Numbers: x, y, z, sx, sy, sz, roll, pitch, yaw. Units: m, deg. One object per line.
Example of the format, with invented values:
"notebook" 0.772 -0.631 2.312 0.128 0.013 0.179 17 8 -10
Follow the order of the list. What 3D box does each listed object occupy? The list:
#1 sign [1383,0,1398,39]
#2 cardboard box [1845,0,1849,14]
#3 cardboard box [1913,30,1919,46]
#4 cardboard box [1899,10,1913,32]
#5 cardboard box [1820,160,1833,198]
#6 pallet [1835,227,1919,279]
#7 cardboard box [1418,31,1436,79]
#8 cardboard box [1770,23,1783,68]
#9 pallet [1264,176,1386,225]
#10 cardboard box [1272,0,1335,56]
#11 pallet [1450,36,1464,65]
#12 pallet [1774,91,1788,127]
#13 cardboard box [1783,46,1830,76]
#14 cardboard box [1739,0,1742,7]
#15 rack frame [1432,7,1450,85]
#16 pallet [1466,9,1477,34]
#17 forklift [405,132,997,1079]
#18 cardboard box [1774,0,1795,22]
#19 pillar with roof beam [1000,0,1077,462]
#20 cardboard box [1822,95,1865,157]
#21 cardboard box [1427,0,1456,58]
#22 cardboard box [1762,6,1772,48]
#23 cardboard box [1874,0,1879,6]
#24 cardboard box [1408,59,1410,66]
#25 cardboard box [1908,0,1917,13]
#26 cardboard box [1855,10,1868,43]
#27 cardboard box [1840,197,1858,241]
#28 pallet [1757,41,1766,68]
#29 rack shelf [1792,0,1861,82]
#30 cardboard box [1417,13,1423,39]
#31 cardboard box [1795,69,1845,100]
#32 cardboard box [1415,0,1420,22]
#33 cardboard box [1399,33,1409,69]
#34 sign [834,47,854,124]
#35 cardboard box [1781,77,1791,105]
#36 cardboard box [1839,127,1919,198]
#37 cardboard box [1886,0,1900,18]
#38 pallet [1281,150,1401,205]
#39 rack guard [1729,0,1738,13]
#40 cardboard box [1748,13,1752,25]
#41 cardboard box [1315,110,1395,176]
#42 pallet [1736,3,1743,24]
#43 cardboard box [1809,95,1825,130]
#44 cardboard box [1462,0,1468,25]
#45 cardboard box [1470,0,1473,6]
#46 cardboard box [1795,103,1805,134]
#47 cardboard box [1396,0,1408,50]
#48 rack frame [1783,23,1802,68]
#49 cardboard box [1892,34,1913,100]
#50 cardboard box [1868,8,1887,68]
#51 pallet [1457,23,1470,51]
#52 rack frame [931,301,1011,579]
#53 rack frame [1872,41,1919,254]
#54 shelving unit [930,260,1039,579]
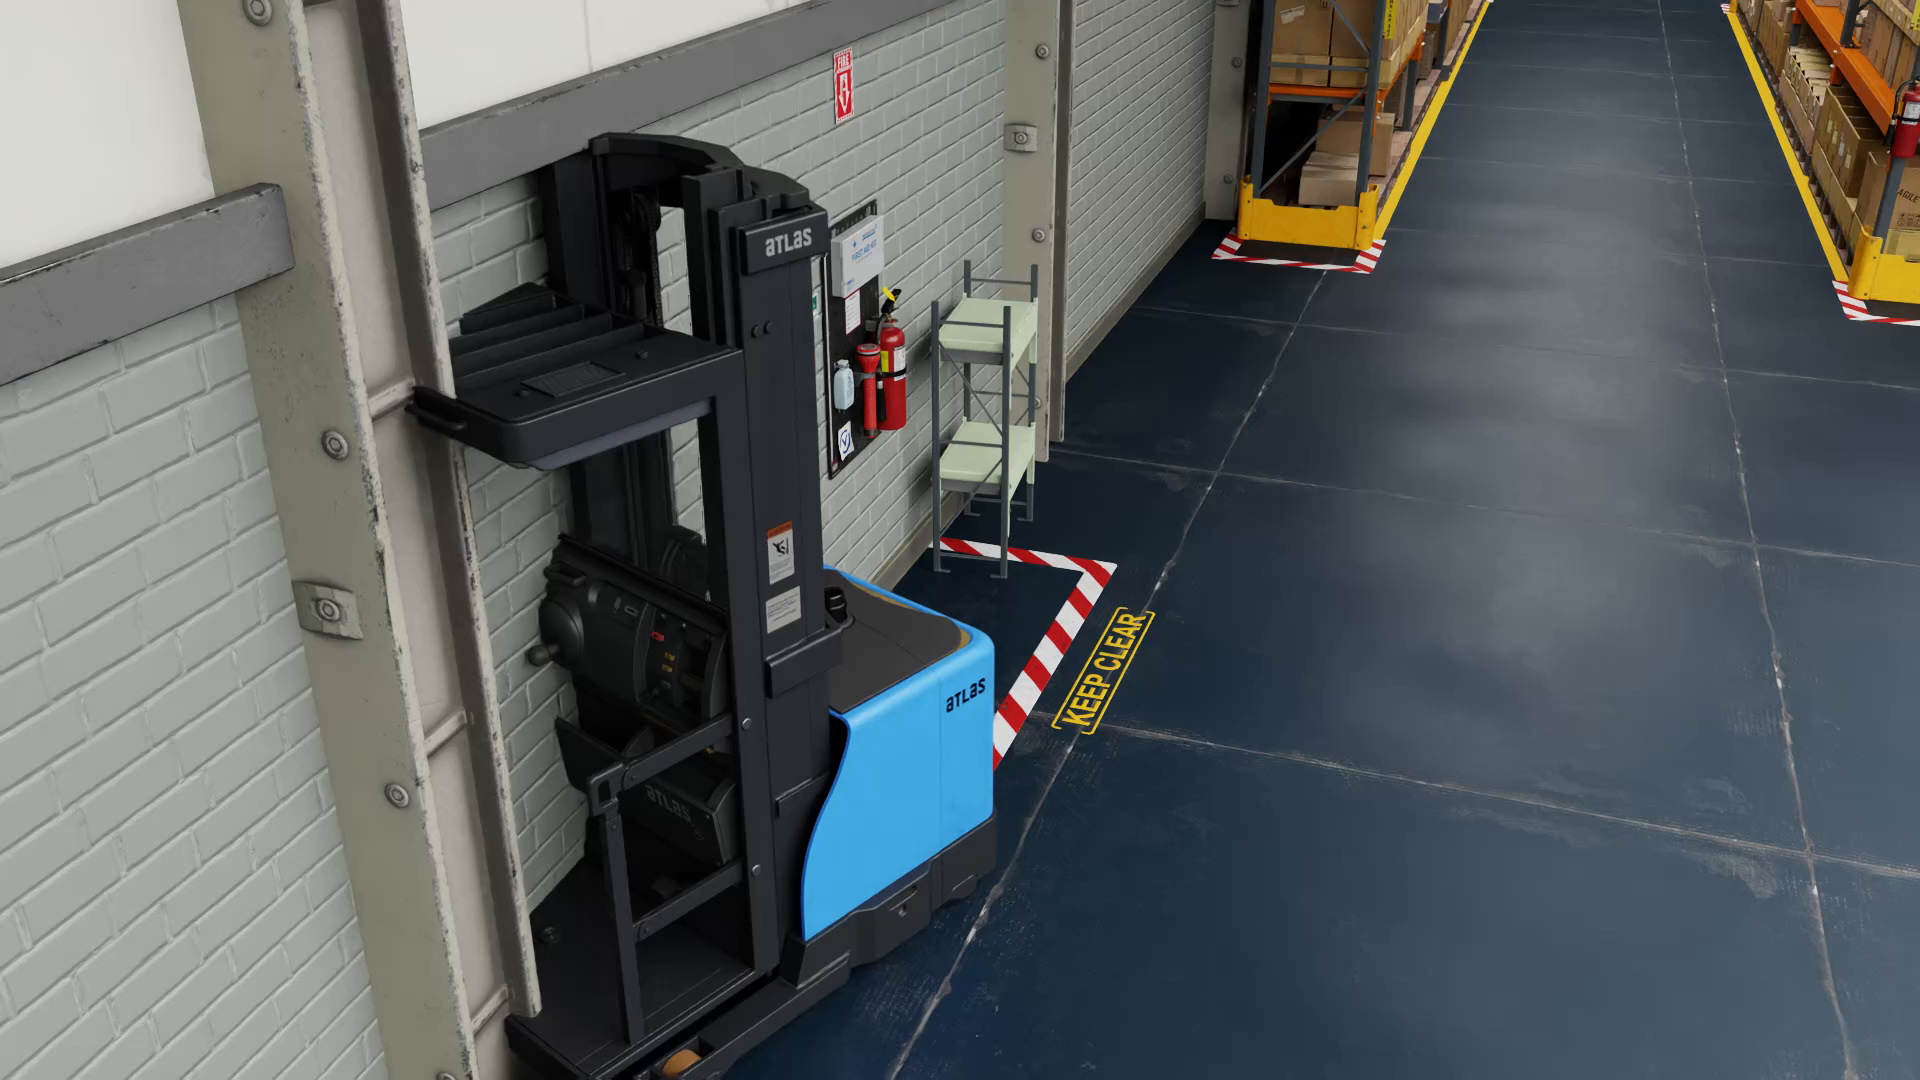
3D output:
"sign" 3.541 -4.297 13.690 0.100 0.325 0.005 9 27 17
"cardboard box" 9.646 -5.694 17.453 0.500 0.500 0.500 9 27 18
"cardboard box" 7.821 -4.004 13.218 0.380 0.149 0.250 8 27 17
"cardboard box" 8.079 -4.323 13.878 0.380 0.149 0.250 10 27 19
"cardboard box" 8.251 -3.309 15.315 0.500 0.250 0.500 9 27 17
"pallet" 7.917 -2.335 13.830 1.003 0.211 1.213 9 27 17
"cardboard box" 5.502 -6.043 20.653 0.700 0.500 0.500 9 27 18
"cardboard box" 10.627 -6.261 21.103 0.500 0.500 0.500 8 27 16
"pallet" 3.359 -3.091 15.392 1.003 0.211 1.213 9 27 17
"cardboard box" 2.986 -4.490 14.370 0.500 0.500 0.500 8 27 17
"pallet" 6.433 -6.832 23.117 1.003 0.211 1.213 9 27 17
"pallet" 10.054 -4.969 19.271 1.003 0.211 1.213 9 27 17
"cardboard box" 9.913 -5.588 19.380 0.500 0.311 0.500 10 27 19
"cardboard box" 12.412 -8.417 25.843 0.500 0.250 0.500 9 27 17
"rack frame" 5.692 -7.274 20.831 1.000 3.000 0.127 9 27 17
"pallet" 7.350 -7.964 25.456 1.003 0.211 1.213 9 27 17
"forklift" -1.213 0.336 5.193 1.130 2.935 3.031 21 33 37
"cardboard box" 10.806 -6.831 21.419 0.500 0.250 0.500 8 27 16
"pillar with roof beam" 4.510 -4.010 7.205 9.100 9.000 0.400 9 27 17
"cardboard box" 8.425 -3.850 15.573 0.500 0.500 0.500 9 27 17
"cardboard box" 6.060 -6.778 21.793 0.750 0.750 0.750 8 27 17
"cardboard box" 11.138 -6.890 22.401 0.500 0.500 0.500 9 27 18
"cardboard box" 8.594 -4.958 15.190 0.380 0.149 0.250 8 27 16
"cardboard box" 4.923 -5.431 19.389 0.700 0.500 0.500 9 27 18
"cardboard box" 8.224 -4.534 13.569 0.700 0.500 0.500 9 27 18
"cardboard box" 9.156 -5.054 16.419 0.500 0.250 0.500 11 28 21
"cardboard box" 7.757 -2.691 14.040 0.500 0.250 0.500 9 27 17
"pallet" 11.461 -6.606 22.652 1.003 0.211 1.213 9 27 17
"rack shelf" 9.699 -5.411 17.810 1.077 0.370 4.000 9 27 17
"cardboard box" 4.315 -5.129 16.551 0.500 0.250 0.500 9 27 18
"cardboard box" 9.404 -4.951 18.062 0.500 0.311 0.500 8 27 17
"cardboard box" 4.157 -5.259 15.958 0.500 0.500 0.500 8 27 16
"cardboard box" 3.826 -4.506 15.264 0.500 0.250 0.500 8 27 17
"sign" -0.505 -1.978 7.234 0.001 0.298 0.199 9 27 17
"cardboard box" 9.747 -5.129 19.075 0.500 0.250 0.500 8 27 16
"cardboard box" 7.919 -3.235 14.302 0.500 0.500 0.500 9 27 17
"cardboard box" 8.336 -4.638 14.527 0.380 0.149 0.250 8 27 16
"pallet" 3.766 -3.591 16.424 1.003 0.211 1.213 9 27 17
"rack guard" 13.001 -8.688 26.621 1.175 0.500 0.348 9 27 17
"cardboard box" 11.686 -7.554 24.176 0.380 0.149 0.250 9 27 17
"cardboard box" 3.826 -3.859 16.142 0.700 0.500 0.500 7 27 14
"pallet" 12.737 -8.230 26.007 1.003 0.211 1.213 9 27 17
"cardboard box" 8.898 -4.325 16.771 0.500 0.311 0.500 9 27 17
"cardboard box" 6.929 -7.853 24.013 0.750 0.750 0.750 9 27 18
"cardboard box" 7.712 -8.691 26.144 0.700 0.500 0.500 9 27 19
"cardboard box" 9.238 -4.495 17.765 0.500 0.250 0.500 9 27 19
"cardboard box" 3.646 -4.620 14.638 0.500 0.500 0.500 9 27 18
"rack frame" 10.365 -6.557 19.351 1.000 3.000 0.127 9 27 17
"cardboard box" 8.211 -3.924 13.798 0.700 0.500 0.500 9 27 18
"cardboard box" 8.722 -4.557 15.106 0.700 0.500 0.500 8 27 17
"pallet" 6.837 -7.335 24.156 1.003 0.211 1.213 9 27 17
"rack frame" 0.054 -0.492 8.545 0.400 1.500 0.023 6 26 12
"rack frame" 7.702 -3.269 12.561 1.000 3.000 0.127 9 27 17
"shelving unit" 0.136 -0.647 8.866 0.431 1.500 0.755 6 26 12
